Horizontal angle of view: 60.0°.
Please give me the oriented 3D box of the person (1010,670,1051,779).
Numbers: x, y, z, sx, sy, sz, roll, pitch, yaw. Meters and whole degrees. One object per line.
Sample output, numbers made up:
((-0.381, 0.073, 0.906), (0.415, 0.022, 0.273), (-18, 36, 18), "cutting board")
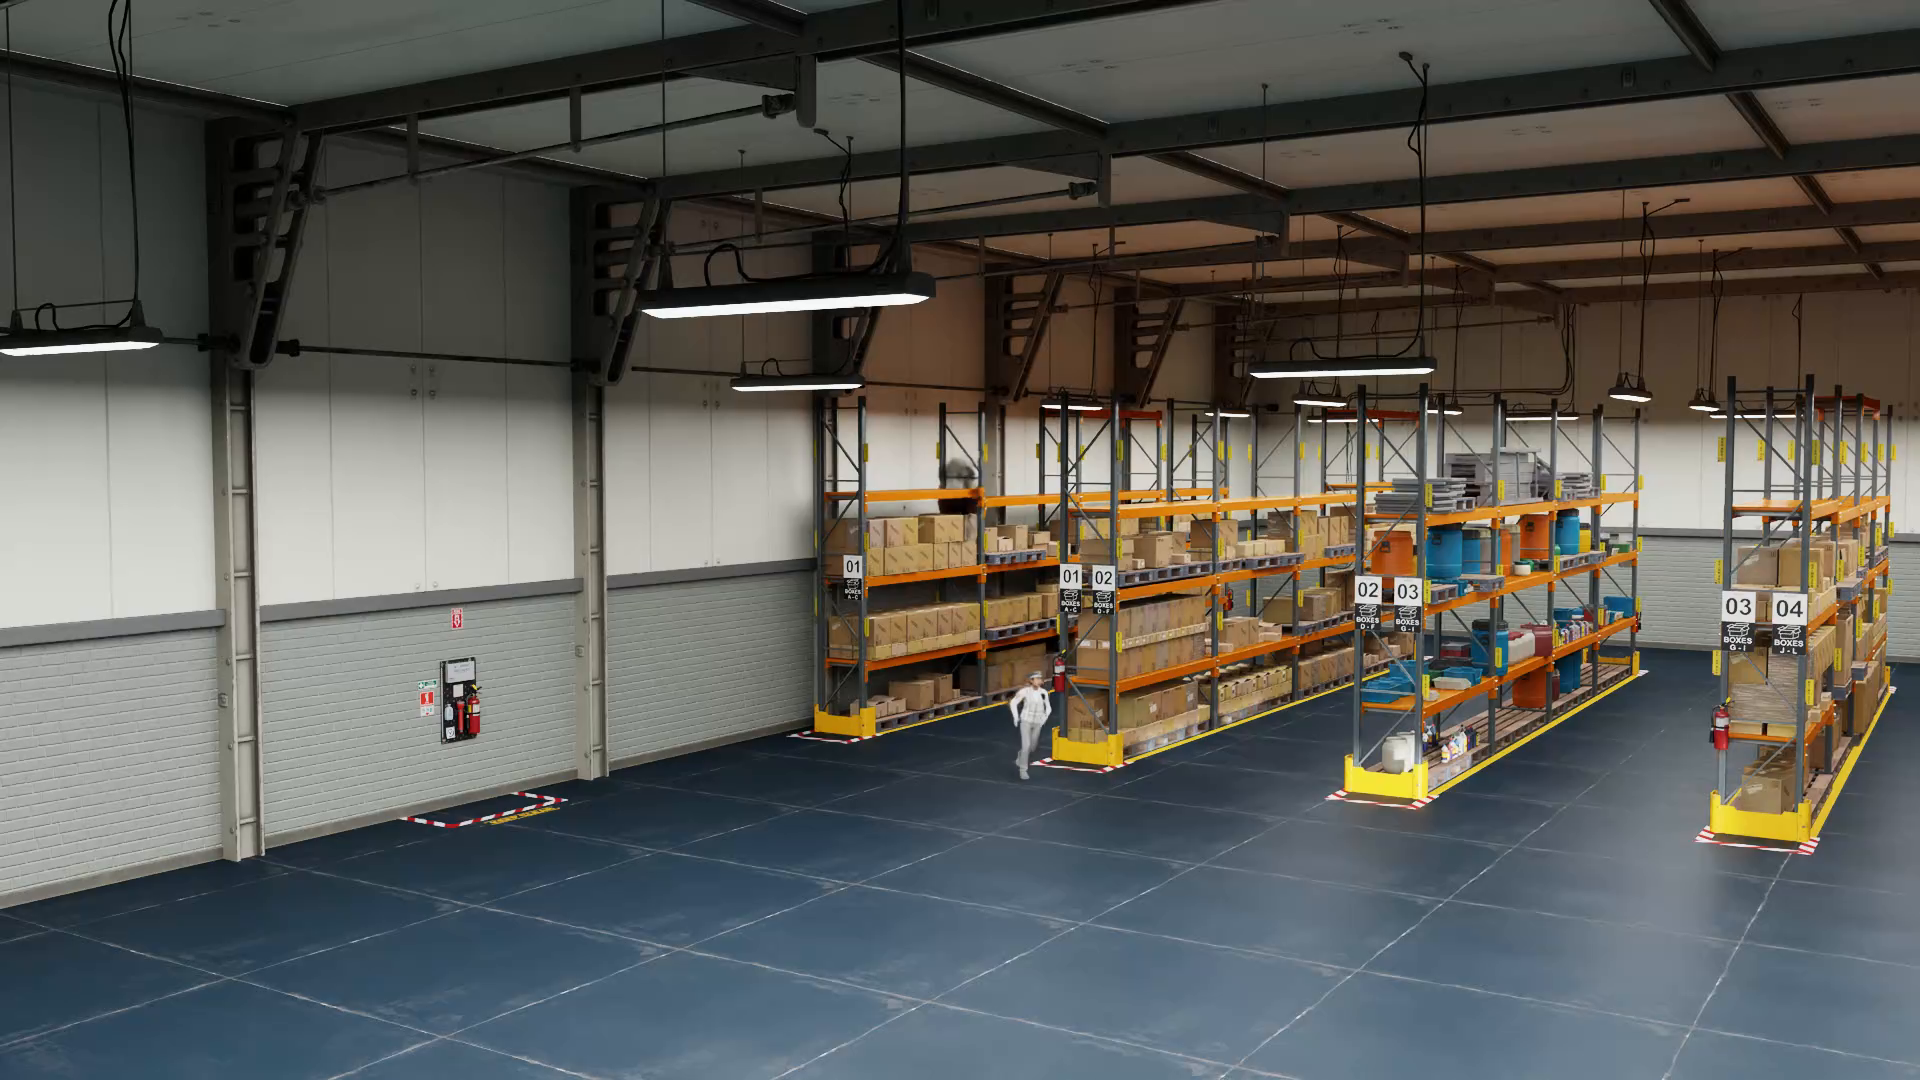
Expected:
((1.104, 2.838, 25.836), (0.659, 1.647, 0.706), (-1, 3, -16), "person")
